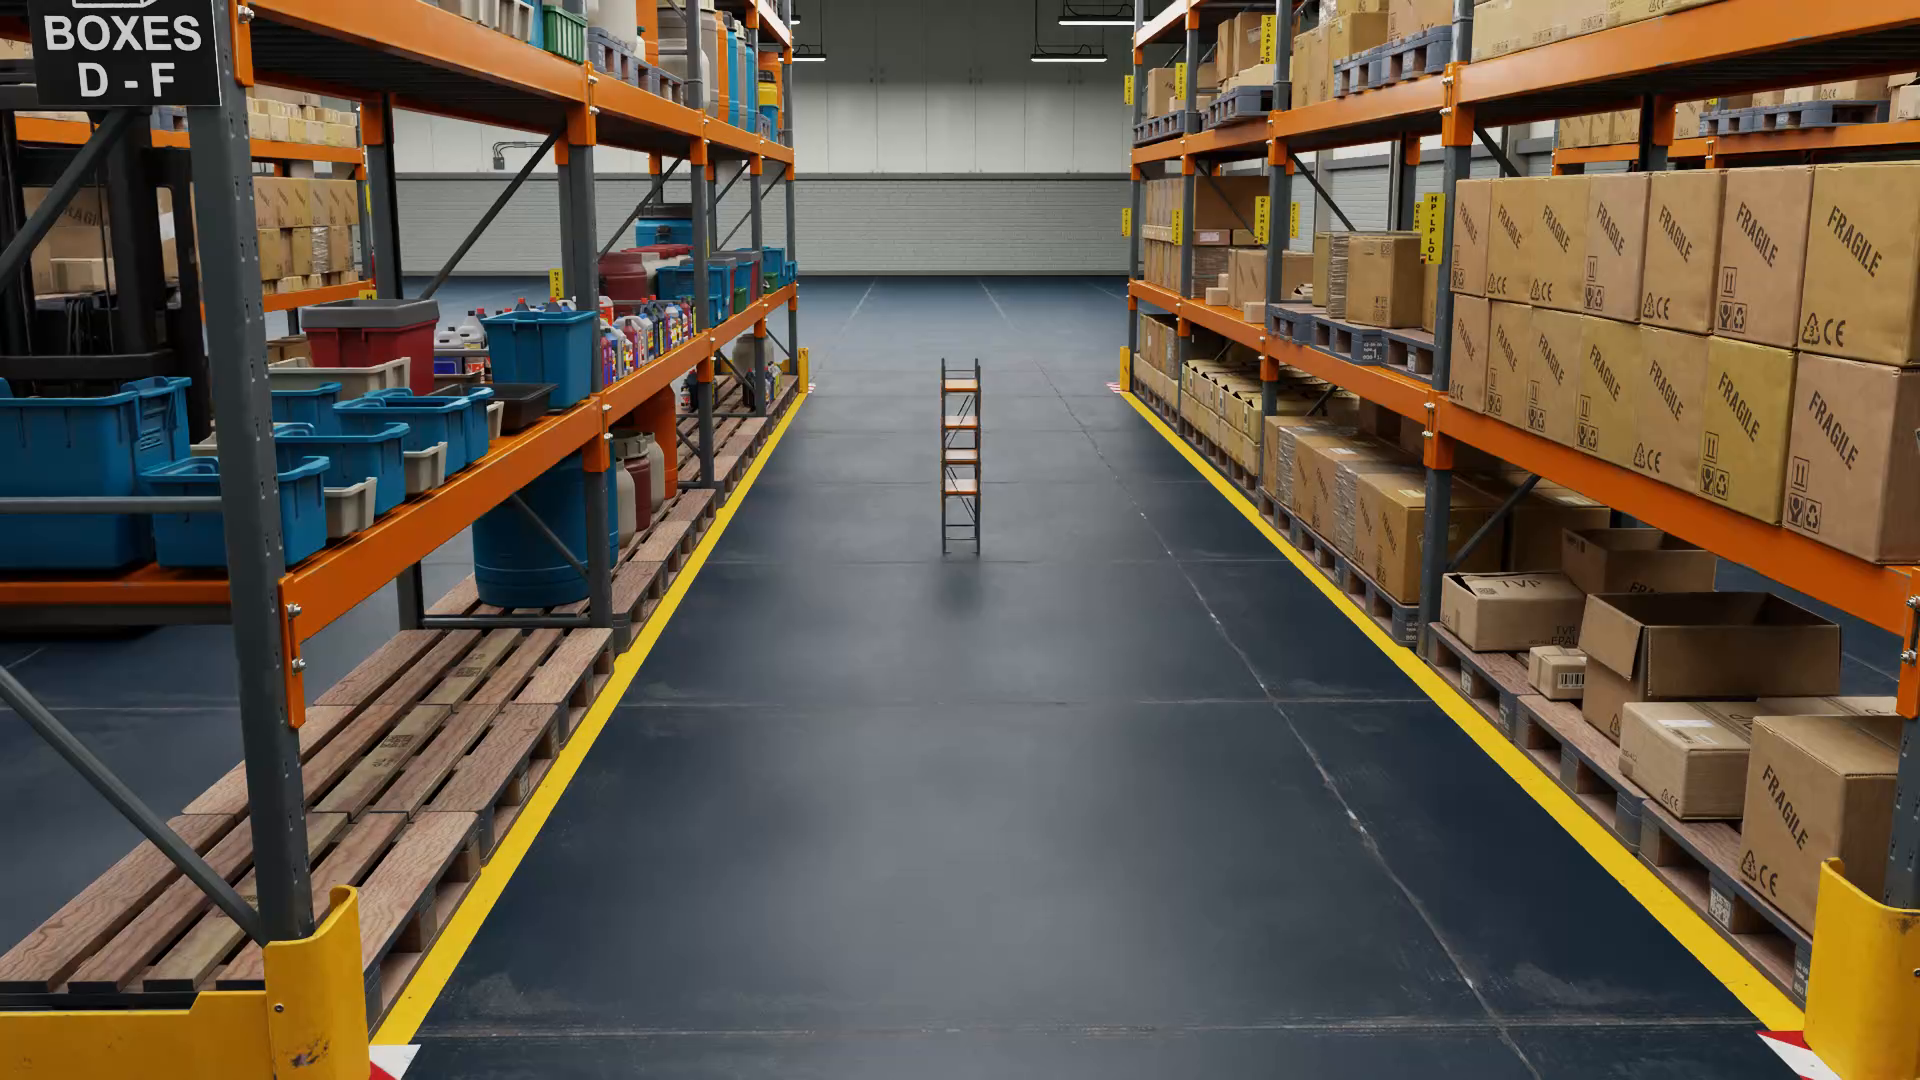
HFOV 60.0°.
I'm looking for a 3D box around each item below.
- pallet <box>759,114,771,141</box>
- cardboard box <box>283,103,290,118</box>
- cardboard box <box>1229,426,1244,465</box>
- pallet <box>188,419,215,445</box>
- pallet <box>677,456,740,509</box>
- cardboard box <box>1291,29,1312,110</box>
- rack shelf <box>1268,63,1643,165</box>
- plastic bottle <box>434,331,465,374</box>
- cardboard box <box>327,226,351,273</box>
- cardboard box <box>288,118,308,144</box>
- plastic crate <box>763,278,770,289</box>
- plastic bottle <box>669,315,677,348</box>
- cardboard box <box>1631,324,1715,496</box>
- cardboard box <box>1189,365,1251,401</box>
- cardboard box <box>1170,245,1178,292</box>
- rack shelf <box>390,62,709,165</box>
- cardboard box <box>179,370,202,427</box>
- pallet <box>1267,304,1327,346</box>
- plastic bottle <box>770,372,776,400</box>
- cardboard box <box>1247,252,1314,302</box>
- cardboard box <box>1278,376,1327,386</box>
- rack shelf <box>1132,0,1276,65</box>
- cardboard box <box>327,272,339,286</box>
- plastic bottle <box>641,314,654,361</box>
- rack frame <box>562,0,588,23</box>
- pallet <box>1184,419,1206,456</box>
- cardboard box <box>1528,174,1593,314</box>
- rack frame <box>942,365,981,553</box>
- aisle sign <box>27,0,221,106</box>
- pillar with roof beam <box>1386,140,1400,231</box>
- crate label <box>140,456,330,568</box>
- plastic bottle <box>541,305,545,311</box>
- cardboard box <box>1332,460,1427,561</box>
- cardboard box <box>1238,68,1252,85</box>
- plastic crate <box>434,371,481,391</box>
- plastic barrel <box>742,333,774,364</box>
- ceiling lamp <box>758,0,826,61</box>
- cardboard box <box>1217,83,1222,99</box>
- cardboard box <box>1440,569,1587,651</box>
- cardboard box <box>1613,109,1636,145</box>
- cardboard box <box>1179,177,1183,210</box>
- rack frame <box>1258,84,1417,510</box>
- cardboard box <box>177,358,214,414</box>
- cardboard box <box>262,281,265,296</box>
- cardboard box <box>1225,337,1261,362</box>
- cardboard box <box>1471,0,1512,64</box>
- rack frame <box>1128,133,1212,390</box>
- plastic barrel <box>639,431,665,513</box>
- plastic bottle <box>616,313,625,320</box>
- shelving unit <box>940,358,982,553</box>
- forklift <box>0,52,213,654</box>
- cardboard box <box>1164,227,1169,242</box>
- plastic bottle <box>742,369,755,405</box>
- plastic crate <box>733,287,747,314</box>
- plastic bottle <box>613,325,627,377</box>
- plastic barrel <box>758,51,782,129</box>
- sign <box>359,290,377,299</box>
[{"bbox_3d":[-2.470,-3.979,16.056,1.213,0.211,1.003,0,11,-1],"label":"pallet"},{"bbox_3d":[-7.112,-4.406,17.061,0.380,0.149,0.250,0,11,0],"label":"cardboard box"},{"bbox_3d":[2.409,-0.747,13.055,0.500,0.250,0.500,0,11,-2],"label":"cardboard box"},{"bbox_3d":[-7.292,-0.916,15.045,1.003,0.211,1.213,0,11,-1],"label":"pallet"},{"bbox_3d":[-2.252,-0.450,12.748,1.003,0.211,1.213,0,11,-1],"label":"pallet"},{"bbox_3d":[2.720,-3.115,11.073,0.910,0.500,0.500,0,11,-1],"label":"cardboard box"},{"bbox_3d":[2.719,-2.402,9.621,1.077,0.370,4.000,0,11,-1],"label":"rack shelf"},{"bbox_3d":[-2.523,-0.884,8.184,0.152,0.276,0.135,0,11,-1],"label":"plastic bottle"},{"bbox_3d":[-7.278,-3.219,18.383,0.875,0.500,0.500,0,11,-1],"label":"cardboard box"},{"bbox_3d":[-7.097,-4.233,17.215,0.500,0.250,0.500,0,11,-2],"label":"cardboard box"},{"bbox_3d":[-2.241,-2.532,16.152,0.767,0.338,0.504,0,11,-1],"label":"plastic crate"},{"bbox_3d":[-1.841,-1.321,10.527,0.097,0.201,0.097,0,11,0],"label":"plastic bottle"},{"bbox_3d":[2.542,-0.431,5.390,0.500,0.500,0.500,0,11,-1],"label":"cardboard box"},{"bbox_3d":[2.359,-1.428,15.002,0.500,0.311,0.500,0,11,-2],"label":"cardboard box"},{"bbox_3d":[2.556,-2.819,17.160,0.700,0.500,0.500,0,11,0],"label":"cardboard box"},{"bbox_3d":[-2.233,-2.383,9.525,1.077,0.370,4.000,0,11,-1],"label":"rack shelf"},{"bbox_3d":[-7.318,-1.306,15.133,0.700,0.500,0.500,-1,12,-6],"label":"cardboard box"},{"bbox_3d":[2.762,-1.454,11.164,1.213,0.211,1.003,0,11,-1],"label":"pallet"},{"bbox_3d":[-1.925,-1.575,17.004,0.061,0.283,0.133,0,11,1],"label":"plastic bottle"},{"bbox_3d":[2.627,-2.065,13.442,0.500,0.500,0.500,-1,11,-4],"label":"cardboard box"},{"bbox_3d":[2.922,-1.229,14.021,0.500,0.311,0.500,0,11,-2],"label":"cardboard box"},{"bbox_3d":[2.554,-5.267,17.202,1.077,0.370,4.000,0,11,-1],"label":"rack shelf"},{"bbox_3d":[-7.129,-2.905,18.465,0.380,0.149,0.250,0,11,-1],"label":"cardboard box"},{"bbox_3d":[-1.822,-1.171,9.610,0.097,0.271,0.097,0,11,0],"label":"plastic bottle"},{"bbox_3d":[-2.192,-3.808,7.195,1.000,3.000,0.127,0,11,-1],"label":"rack frame"},{"bbox_3d":[2.649,-0.965,15.283,1.003,0.211,1.213,0,11,-1],"label":"pallet"},{"bbox_3d":[2.510,-1.127,6.303,0.500,0.500,0.500,-1,11,-3],"label":"cardboard box"},{"bbox_3d":[0.008,-0.507,10.539,0.240,1.200,0.015,0,11,-1],"label":"rack frame"},{"bbox_3d":[-1.811,-1.334,3.550,0.394,0.787,0.004,0,11,-1],"label":"aisle sign"},{"bbox_3d":[3.792,-8.466,30.156,9.100,9.000,0.400,0,11,-1],"label":"pillar with roof beam"},{"bbox_3d":[-1.785,-0.070,4.132,0.416,0.233,0.303,0,11,-1],"label":"crate label"},{"bbox_3d":[-2.597,-1.325,10.369,0.097,0.271,0.097,0,11,0],"label":"plastic bottle"},{"bbox_3d":[2.452,-0.173,9.547,0.500,0.500,0.500,0,11,0],"label":"cardboard box"},{"bbox_3d":[2.573,-3.700,13.527,0.500,0.250,0.500,-1,12,-6],"label":"cardboard box"},{"bbox_3d":[-2.325,-0.675,7.353,0.396,0.136,0.243,0,11,-1],"label":"plastic crate"},{"bbox_3d":[-2.350,-2.109,19.112,0.421,0.512,0.421,0,11,0],"label":"plastic barrel"},{"bbox_3d":[-4.494,-14.104,43.265,2.000,3.185,0.800,0,11,-1],"label":"ceiling lamp"},{"bbox_3d":[2.837,-4.387,16.410,0.500,0.311,0.500,-1,12,-4],"label":"cardboard box"},{"bbox_3d":[2.553,0.299,7.696,0.500,0.311,0.500,0,11,-1],"label":"cardboard box"},{"bbox_3d":[7.244,-4.439,17.547,0.500,0.500,0.500,0,11,2],"label":"cardboard box"},{"bbox_3d":[2.568,-3.351,16.518,0.700,0.500,0.500,0,11,-1],"label":"cardboard box"},{"bbox_3d":[2.678,-1.682,11.808,1.000,3.000,0.127,0,11,-1],"label":"rack frame"},{"bbox_3d":[-7.278,-1.498,16.130,0.500,0.500,0.500,-1,11,-3],"label":"cardboard box"},{"bbox_3d":[-7.038,-2.458,16.262,0.380,0.149,0.250,0,11,-1],"label":"cardboard box"},{"bbox_3d":[2.898,-1.797,16.345,0.500,0.500,0.500,0,11,-1],"label":"cardboard box"},{"bbox_3d":[2.523,-2.186,7.124,0.500,0.250,0.500,0,11,-1],"label":"cardboard box"},{"bbox_3d":[2.512,-3.273,19.646,1.000,3.000,0.127,0,11,-1],"label":"rack frame"},{"bbox_3d":[-2.147,-0.440,10.886,0.421,0.512,0.421,0,11,0],"label":"plastic barrel"},{"bbox_3d":[-1.968,-1.190,9.702,0.097,0.271,0.097,0,11,0],"label":"plastic bottle"},{"bbox_3d":[0.003,-0.555,10.778,0.258,1.200,0.503,0,11,-1],"label":"shelving unit"},{"bbox_3d":[-4.814,-1.116,9.190,1.130,2.935,3.031,-1,11,-4],"label":"forklift"},{"bbox_3d":[2.342,-3.203,17.419,0.380,0.149,0.250,0,11,1],"label":"cardboard box"},{"bbox_3d":[-2.103,-1.537,16.647,0.144,0.351,0.185,0,11,-1],"label":"plastic bottle"},{"bbox_3d":[-2.039,-2.009,13.951,0.450,0.188,0.662,0,11,-1],"label":"plastic crate"},{"bbox_3d":[-1.803,-0.994,8.739,0.097,0.271,0.097,0,11,0],"label":"plastic bottle"},{"bbox_3d":[-2.303,-5.043,18.694,0.600,0.830,0.708,0,11,-1],"label":"plastic barrel"},{"bbox_3d":[-2.742,-1.001,7.755,0.100,0.325,0.005,0,11,-1],"label":"sign"}]
